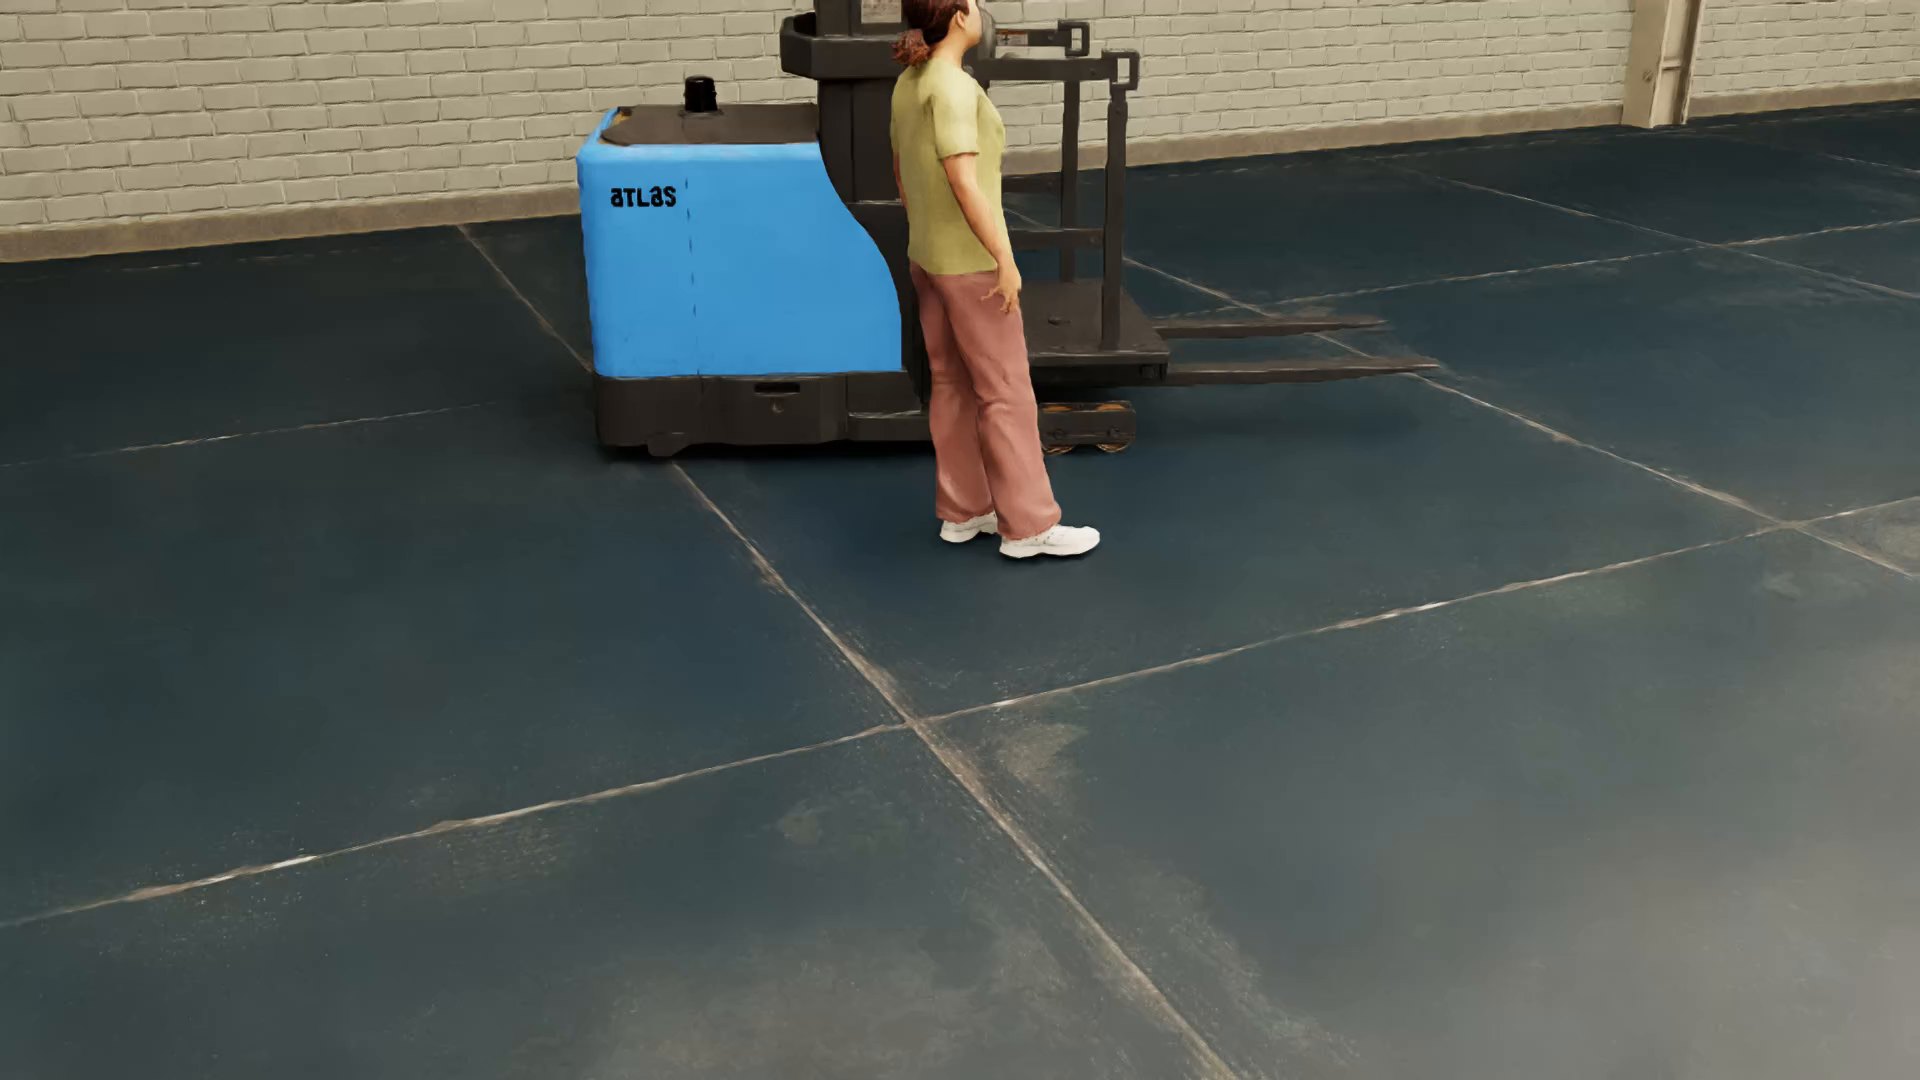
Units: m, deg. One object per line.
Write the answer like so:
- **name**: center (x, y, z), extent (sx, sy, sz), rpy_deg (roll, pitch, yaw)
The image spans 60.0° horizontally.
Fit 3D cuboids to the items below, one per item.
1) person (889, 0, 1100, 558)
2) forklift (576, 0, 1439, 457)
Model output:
- **person**: center (0.072, -0.791, 4.802), extent (0.546, 1.674, 0.554), rpy_deg (-10, 25, -23)
- **forklift**: center (0.208, -1.858, 5.758), extent (3.031, 2.935, 1.130), rpy_deg (-2, 23, -5)
